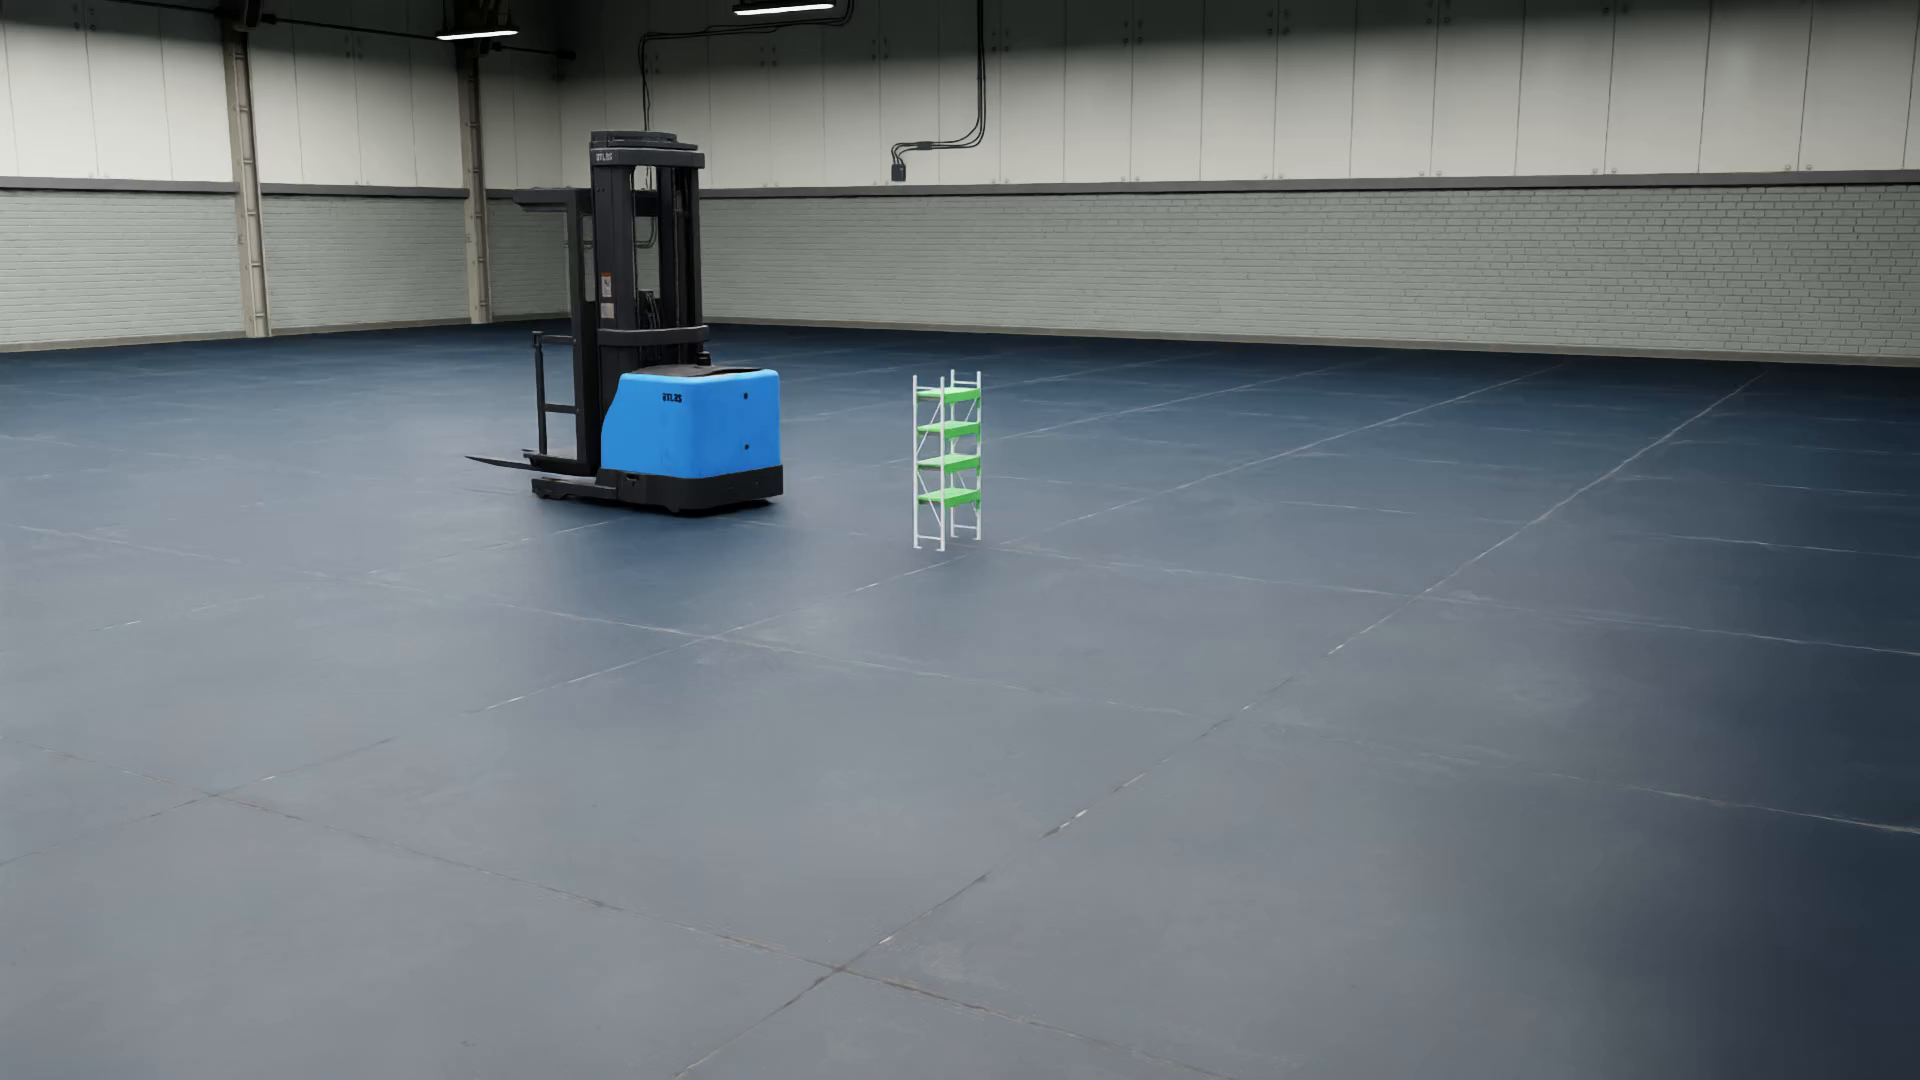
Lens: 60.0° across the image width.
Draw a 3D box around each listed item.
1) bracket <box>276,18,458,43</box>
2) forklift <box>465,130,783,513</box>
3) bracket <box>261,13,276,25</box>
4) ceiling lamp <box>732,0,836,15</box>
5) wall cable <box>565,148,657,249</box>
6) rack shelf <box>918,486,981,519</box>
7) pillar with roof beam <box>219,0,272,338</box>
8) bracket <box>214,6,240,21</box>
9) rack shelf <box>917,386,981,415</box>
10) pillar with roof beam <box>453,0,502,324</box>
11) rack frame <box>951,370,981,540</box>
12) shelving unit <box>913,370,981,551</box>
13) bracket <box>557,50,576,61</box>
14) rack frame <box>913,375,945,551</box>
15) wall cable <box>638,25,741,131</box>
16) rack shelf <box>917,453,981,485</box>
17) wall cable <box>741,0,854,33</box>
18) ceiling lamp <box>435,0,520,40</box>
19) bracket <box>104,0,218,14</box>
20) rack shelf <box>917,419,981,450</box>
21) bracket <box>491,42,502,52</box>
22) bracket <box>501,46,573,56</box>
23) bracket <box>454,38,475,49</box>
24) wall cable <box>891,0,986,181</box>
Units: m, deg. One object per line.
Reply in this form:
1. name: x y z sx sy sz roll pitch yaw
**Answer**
1. bracket: -12.496 -10.783 35.231 0.076 0.066 4.783 6 12 31
2. forklift: -2.921 -1.837 13.718 3.031 2.935 1.130 8 13 36
3. bracket: -13.843 -10.375 33.052 0.235 0.232 0.430 6 12 31
4. ceiling lamp: -2.877 -10.620 28.278 2.000 3.185 0.800 6 12 31
5. wall cable: -8.587 -8.329 40.342 3.097 2.526 0.112 6 12 31
6. rack shelf: -0.086 -0.265 11.675 0.258 0.148 0.480 6 12 31
7. pillar with roof beam: -10.682 -8.163 31.019 9.100 9.000 0.548 6 12 31
8. bracket: -14.274 -10.245 32.355 0.235 0.232 0.430 6 12 31
9. rack shelf: -0.086 -0.973 11.543 0.258 0.148 0.480 6 12 31
10. pillar with roof beam: -7.567 -9.107 36.059 9.100 9.000 0.548 6 12 31
11. rack frame: 0.041 -0.602 11.824 0.240 1.200 0.015 6 12 31
12. shelving unit: -0.086 -0.564 11.619 0.258 1.200 0.503 6 12 31
13. bracket: -9.497 -11.692 40.083 0.235 0.232 0.430 6 12 31
14. rack frame: -0.213 -0.525 11.414 0.240 1.200 0.015 6 12 31
15. wall cable: -6.275 -10.553 38.497 3.097 2.526 0.112 6 12 31
16. rack shelf: -0.086 -0.501 11.631 0.258 0.148 0.480 6 12 31
17. wall cable: -3.630 -12.493 36.499 3.097 2.526 0.112 6 12 31
18. ceiling lamp: -9.193 -11.326 32.049 2.000 3.185 0.800 6 12 31
19. bracket: -15.611 -9.839 30.190 0.076 0.066 4.783 6 12 31
20. rack shelf: -0.086 -0.737 11.587 0.258 0.148 0.480 6 12 31
21. bracket: -10.728 -11.319 38.092 0.235 0.232 0.430 6 12 31
22. bracket: -9.804 -11.599 39.587 0.076 0.066 3.189 6 12 31
23. bracket: -11.159 -11.188 37.395 0.235 0.232 0.430 6 12 31
24. wall cable: -0.481 -10.617 34.885 2.305 6.003 0.169 6 12 31
